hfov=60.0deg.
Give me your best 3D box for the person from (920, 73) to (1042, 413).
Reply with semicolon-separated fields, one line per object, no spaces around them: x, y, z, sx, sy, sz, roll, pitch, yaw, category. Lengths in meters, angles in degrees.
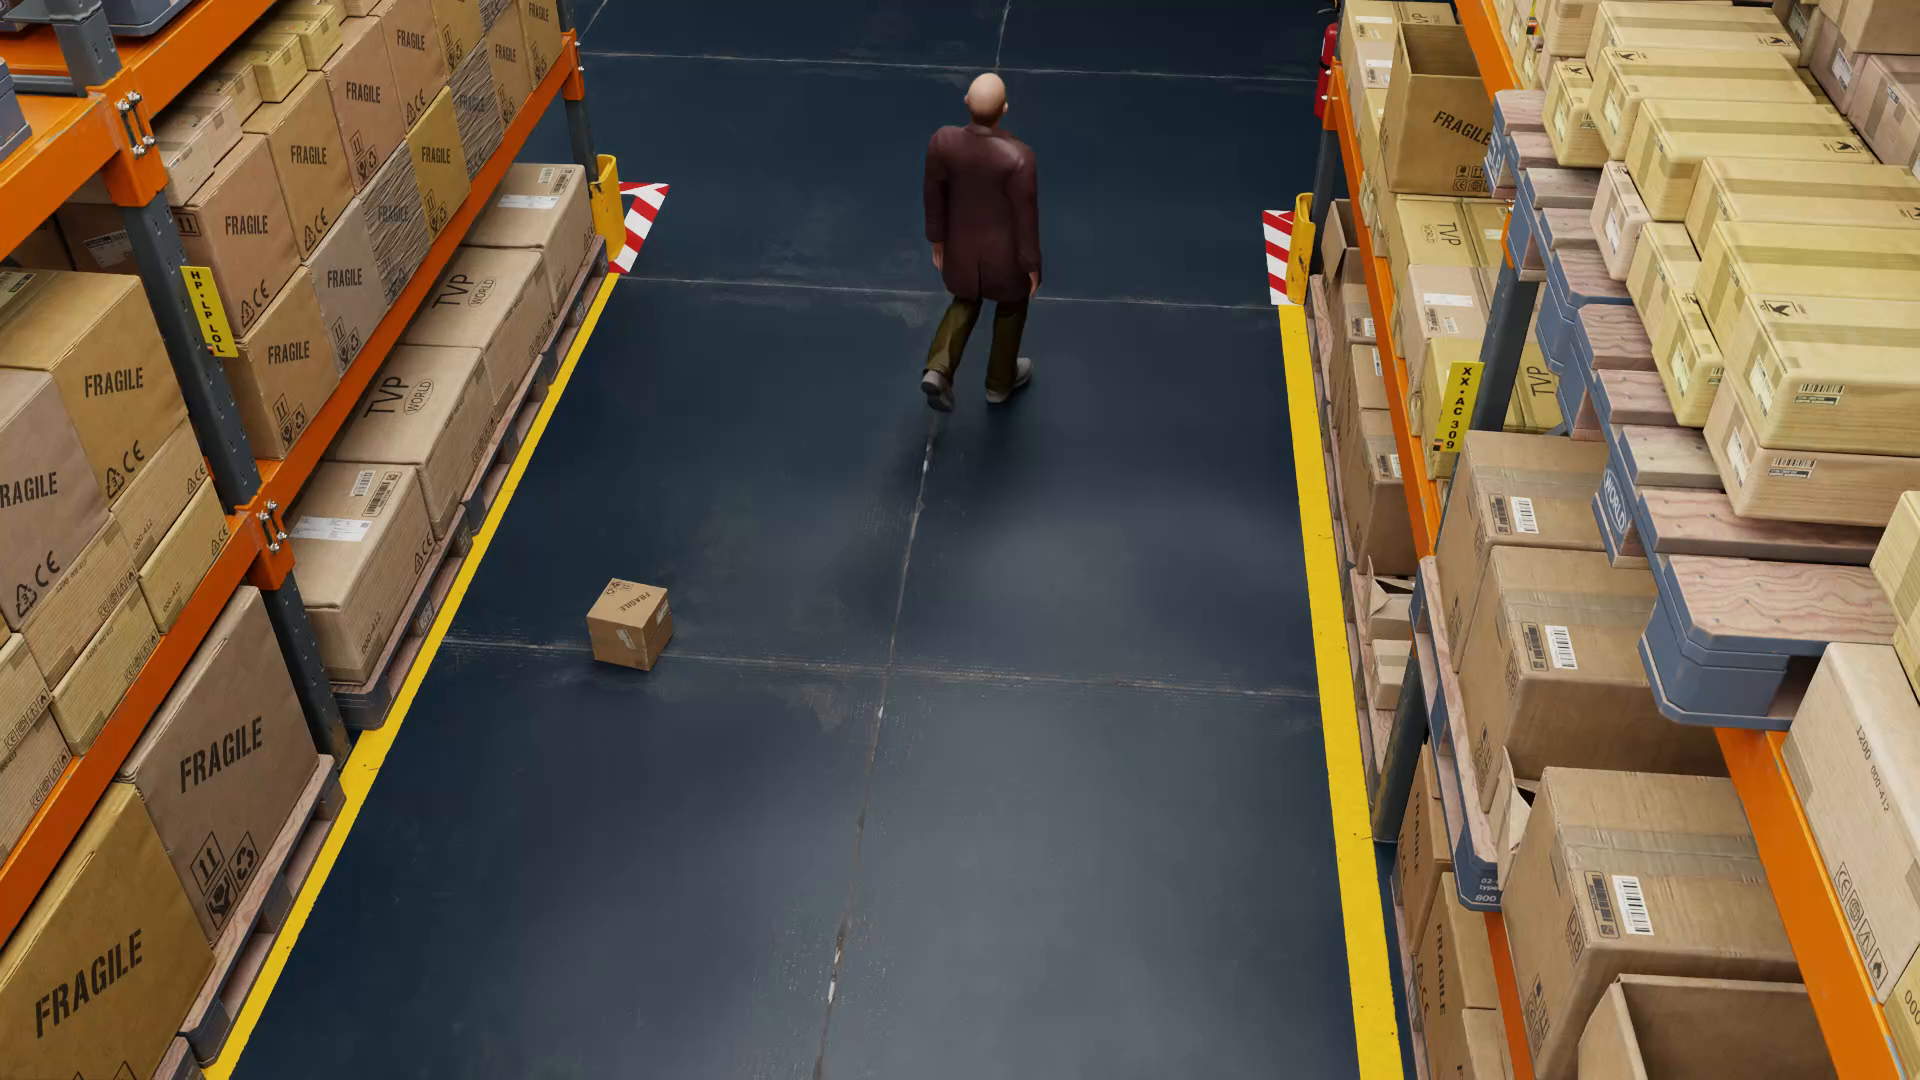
0.105;-1.359;7.790;0.602;1.751;0.784;16;42;19;person
